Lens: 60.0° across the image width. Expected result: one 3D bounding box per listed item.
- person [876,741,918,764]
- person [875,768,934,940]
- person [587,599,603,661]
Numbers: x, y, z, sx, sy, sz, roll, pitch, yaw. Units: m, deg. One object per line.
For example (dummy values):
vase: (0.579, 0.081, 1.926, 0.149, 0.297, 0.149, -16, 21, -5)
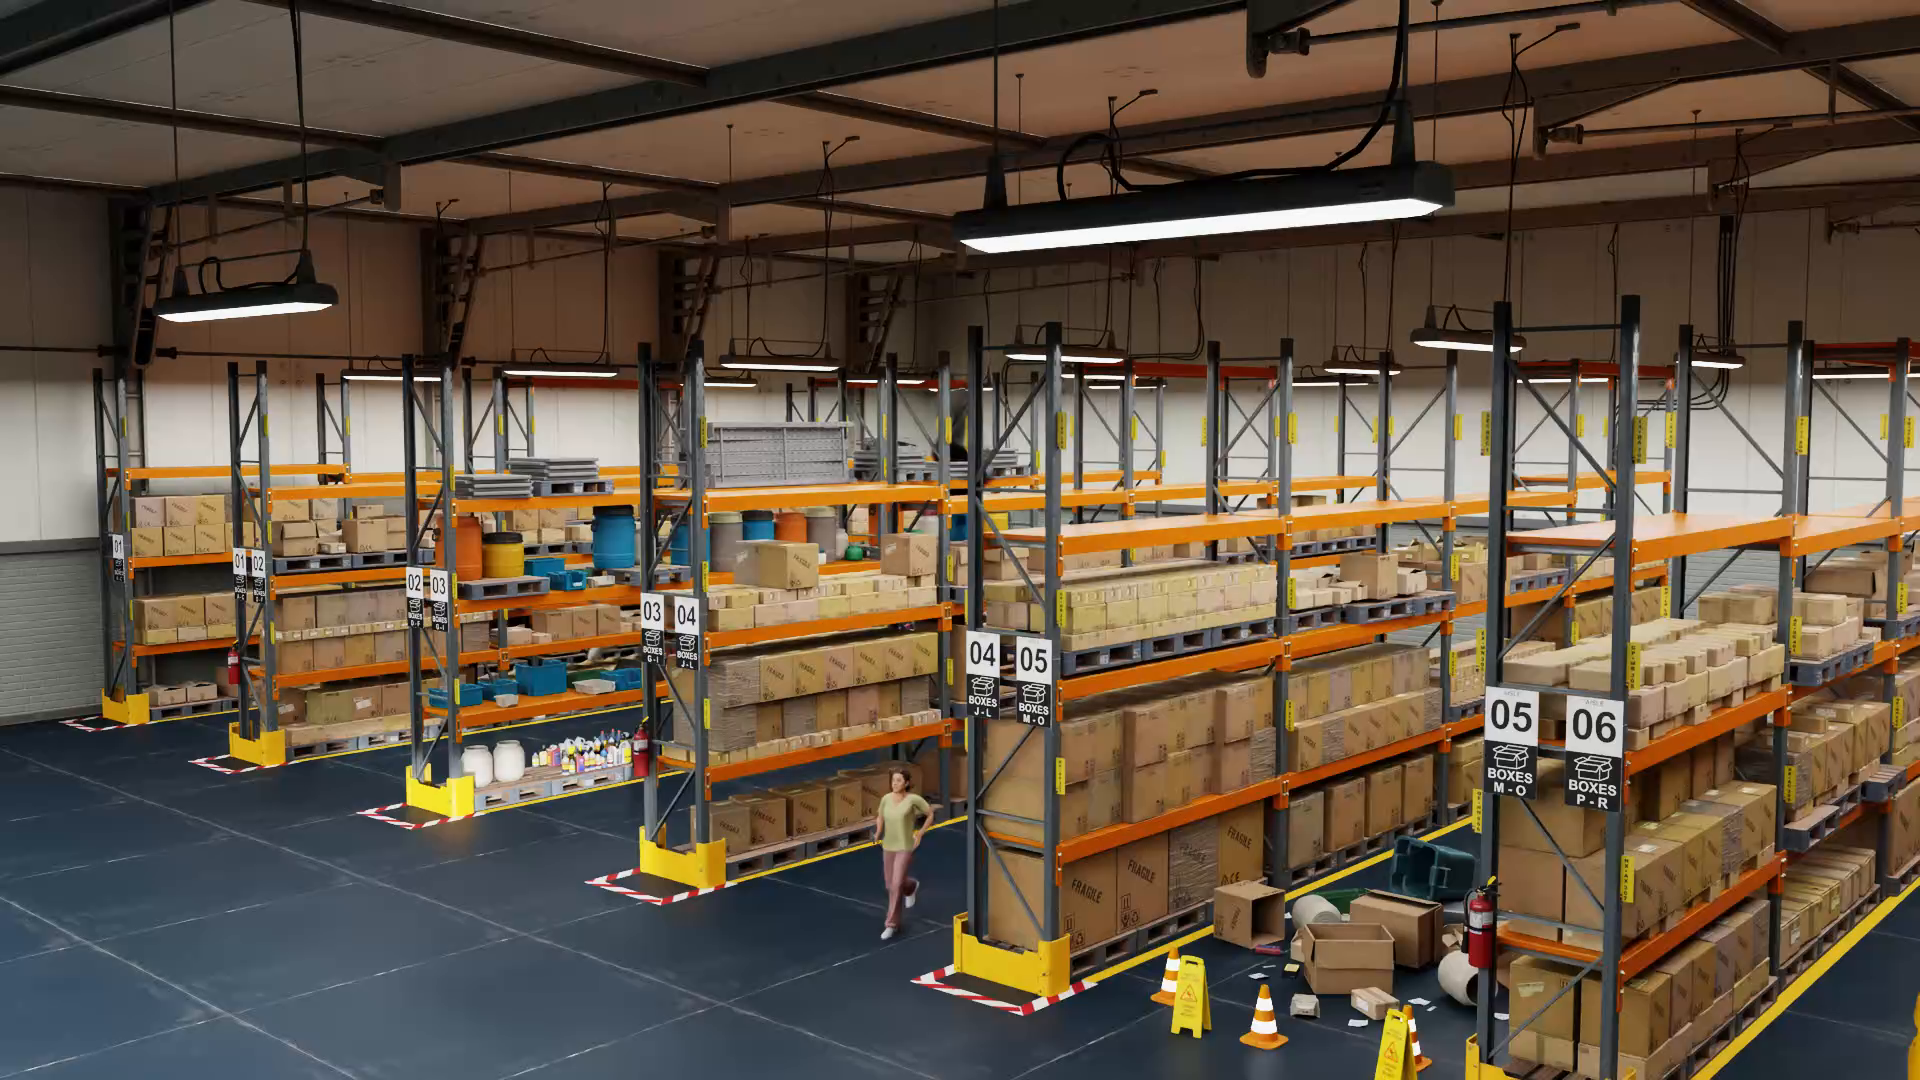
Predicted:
person: (-0.846, 2.601, 23.596, 0.554, 1.742, 0.780, 3, 5, 35)
person: (-0.577, 3.123, 16.791, 0.589, 1.670, 0.820, 2, 5, 23)
person: (-6.915, 1.950, 31.642, 0.608, 1.833, 0.855, 4, 6, 41)
